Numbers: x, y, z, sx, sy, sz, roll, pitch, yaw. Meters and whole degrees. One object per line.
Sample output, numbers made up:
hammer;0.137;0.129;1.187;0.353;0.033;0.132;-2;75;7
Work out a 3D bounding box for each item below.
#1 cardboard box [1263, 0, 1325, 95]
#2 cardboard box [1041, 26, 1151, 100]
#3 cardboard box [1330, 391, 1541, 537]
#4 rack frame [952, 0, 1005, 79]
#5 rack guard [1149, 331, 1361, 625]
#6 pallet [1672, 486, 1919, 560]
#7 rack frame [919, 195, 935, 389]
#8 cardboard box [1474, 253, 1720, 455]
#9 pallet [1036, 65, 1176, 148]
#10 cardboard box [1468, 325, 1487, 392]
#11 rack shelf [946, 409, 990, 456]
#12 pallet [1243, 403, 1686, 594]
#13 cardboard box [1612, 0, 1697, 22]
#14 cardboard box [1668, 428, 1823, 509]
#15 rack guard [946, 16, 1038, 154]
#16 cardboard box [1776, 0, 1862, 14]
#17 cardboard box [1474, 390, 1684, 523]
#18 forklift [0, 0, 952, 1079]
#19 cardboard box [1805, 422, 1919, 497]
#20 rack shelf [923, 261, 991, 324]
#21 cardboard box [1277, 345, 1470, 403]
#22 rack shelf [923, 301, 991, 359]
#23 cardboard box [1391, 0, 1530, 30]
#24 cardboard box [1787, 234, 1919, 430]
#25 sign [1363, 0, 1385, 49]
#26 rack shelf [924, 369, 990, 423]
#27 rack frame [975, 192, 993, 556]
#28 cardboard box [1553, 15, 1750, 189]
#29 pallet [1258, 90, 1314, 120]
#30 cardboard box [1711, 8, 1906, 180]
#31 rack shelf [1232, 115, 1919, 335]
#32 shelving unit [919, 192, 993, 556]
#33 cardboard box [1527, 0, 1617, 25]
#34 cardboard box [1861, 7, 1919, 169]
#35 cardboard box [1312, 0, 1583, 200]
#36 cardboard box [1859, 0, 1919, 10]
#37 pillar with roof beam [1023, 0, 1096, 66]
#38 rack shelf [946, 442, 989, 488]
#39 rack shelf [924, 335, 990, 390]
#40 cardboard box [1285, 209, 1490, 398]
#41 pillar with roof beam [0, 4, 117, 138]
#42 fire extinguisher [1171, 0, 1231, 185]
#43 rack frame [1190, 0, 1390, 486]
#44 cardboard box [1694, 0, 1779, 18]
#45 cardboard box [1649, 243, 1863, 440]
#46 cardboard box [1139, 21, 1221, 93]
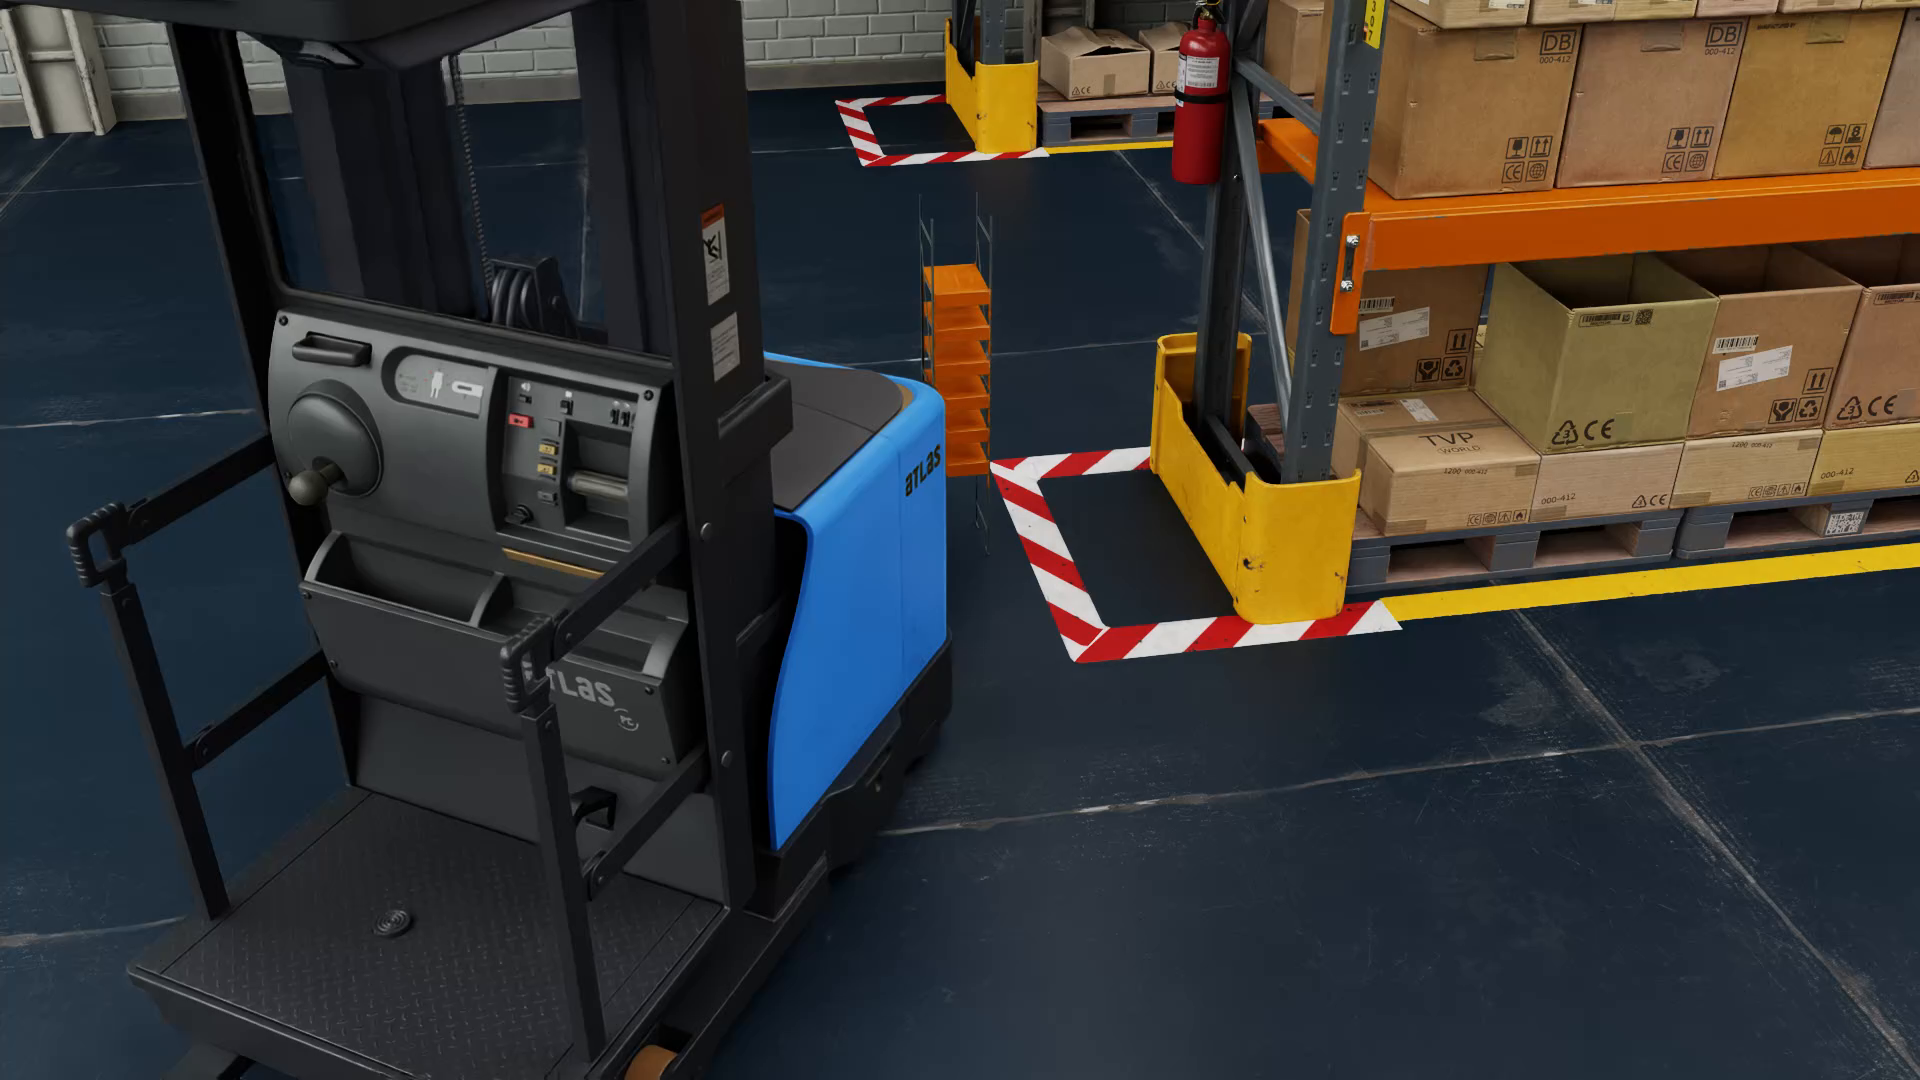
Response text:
cardboard box;2.089;-3.021;9.960;0.500;0.500;0.700;-7;31;-12
cardboard box;0.797;-2.845;9.848;0.500;0.311;0.500;-9;32;-15
cardboard box;1.564;-0.260;5.532;0.500;0.250;0.500;-5;31;-9
rack frame;0.101;-3.796;9.247;0.127;3.000;1.000;-5;31;-9
rack guard;0.973;-0.247;5.677;0.348;0.500;1.175;-5;31;-9
pallet;2.939;-0.325;6.094;1.213;0.211;1.003;-5;31;-9
rack frame;-0.104;-0.508;5.429;0.006;1.200;0.240;-5;31;-9
cardboard box;2.056;-0.630;5.421;0.500;0.500;0.500;-5;31;-9
pallet;0.981;-2.658;10.061;1.213;0.211;1.003;-5;31;-9
cardboard box;1.961;-0.570;6.059;0.500;0.250;0.500;-5;31;-9
rack shelf;-0.014;-0.374;5.527;0.180;0.103;0.258;-5;31;-9
pallet;1.741;-0.215;5.908;1.213;0.211;1.003;-5;31;-9
cardboard box;1.926;-1.625;4.816;0.250;0.149;0.380;-5;31;-9
cardboard box;2.547;-0.353;5.690;0.500;0.250;0.500;-5;31;-9
rack guard;0.175;-2.725;9.892;0.348;0.500;1.175;-5;31;-9
cardboard box;2.437;-1.673;4.897;0.250;0.149;0.380;-6;31;-11
cardboard box;2.055;-0.308;5.613;0.500;0.250;0.500;-5;31;-9
forklift;-1.079;-0.159;3.129;1.130;2.935;3.031;13;33;20
cardboard box;3.040;-0.397;5.763;0.500;0.250;0.500;-5;31;-9
rack shelf;-0.014;-0.788;5.284;0.180;0.103;0.258;-5;31;-9
cardboard box;1.471;-0.519;5.971;0.500;0.250;0.500;-5;31;-9
rack shelf;-0.014;-0.684;5.344;0.180;0.103;0.258;-5;31;-9
cardboard box;1.421;-1.578;4.735;0.250;0.149;0.380;-6;31;-9
cardboard box;3.040;-0.719;5.572;0.500;0.500;0.500;-5;31;-9
sign;1.091;-1.457;4.336;0.005;0.325;0.100;-5;31;-9
rack shelf;-0.014;-0.478;5.466;0.180;0.103;0.258;-5;31;-9
rack frame;0.076;-0.524;5.458;0.006;1.200;0.240;-5;31;-9
cardboard box;1.974;-1.456;5.169;0.500;0.500;0.700;-5;31;-8
pallet;2.178;-2.767;10.248;1.213;0.211;1.003;-5;31;-9
cardboard box;2.463;-1.499;5.241;0.500;0.500;0.700;-5;31;-9
rack shelf;2.964;-1.199;5.540;4.000;0.370;1.077;-5;31;-9
shelving unit;-0.014;-0.516;5.444;0.189;1.200;0.258;-5;31;-9
cardboard box;1.681;-1.603;4.779;0.250;0.149;0.380;-6;31;-10
cardboard box;2.980;-1.549;5.326;0.500;0.500;0.700;-4;31;-7
cardboard box;1.458;-1.406;5.083;0.500;0.500;0.700;-5;31;-9
cardboard box;2.688;-1.696;4.937;0.250;0.149;0.380;-6;31;-10
pillar with roof beam;1.409;-4.731;4.918;0.400;9.000;9.100;-5;31;-9
rack shelf;-0.014;-0.271;5.588;0.180;0.103;0.258;-5;31;-9
rack shelf;-0.014;-0.581;5.405;0.180;0.103;0.258;-5;31;-9
cardboard box;1.471;-0.843;5.783;0.500;0.500;0.500;-5;31;-9
pillar with roof beam;-4.493;-4.183;3.986;0.400;9.000;9.100;-5;31;-9
fire extinguisher;0.797;-1.514;5.442;0.183;0.674;0.296;-5;31;-9
rack frame;0.997;-1.327;5.047;0.127;3.000;1.000;-5;31;-9
cardboard box;2.175;-1.647;4.853;0.250;0.149;0.380;-6;31;-10
cardboard box;2.545;-0.682;5.510;0.500;0.500;0.500;-5;31;-9
cardboard box;1.358;-2.897;9.936;0.500;0.311;0.500;-3;31;-5
